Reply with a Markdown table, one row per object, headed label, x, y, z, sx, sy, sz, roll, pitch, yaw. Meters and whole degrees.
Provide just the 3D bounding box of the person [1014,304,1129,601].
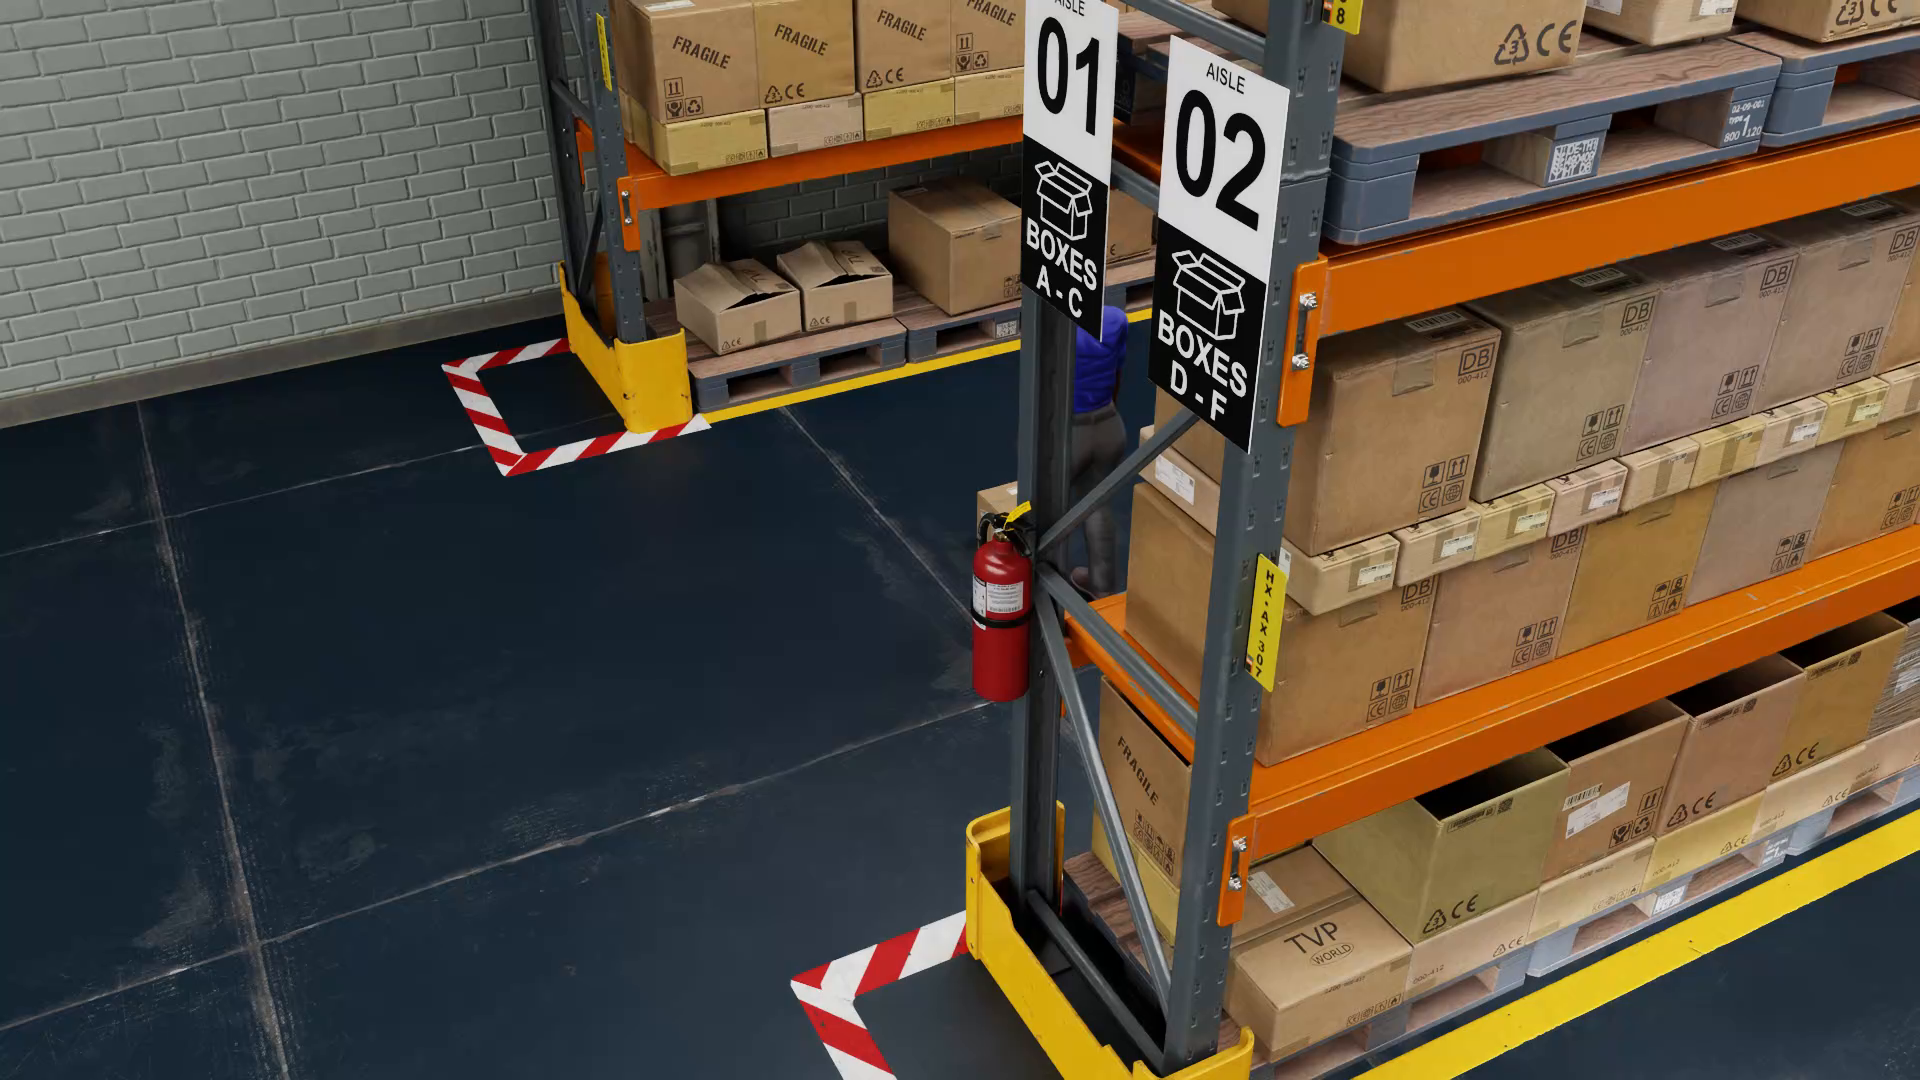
| label | x | y | z | sx | sy | sz | roll | pitch | yaw |
| --- | --- | --- | --- | --- | --- | --- | --- | --- | --- |
| person | 0.454 | -0.408 | 6.816 | 0.453 | 1.618 | 0.361 | -15 | 36 | -22 |
